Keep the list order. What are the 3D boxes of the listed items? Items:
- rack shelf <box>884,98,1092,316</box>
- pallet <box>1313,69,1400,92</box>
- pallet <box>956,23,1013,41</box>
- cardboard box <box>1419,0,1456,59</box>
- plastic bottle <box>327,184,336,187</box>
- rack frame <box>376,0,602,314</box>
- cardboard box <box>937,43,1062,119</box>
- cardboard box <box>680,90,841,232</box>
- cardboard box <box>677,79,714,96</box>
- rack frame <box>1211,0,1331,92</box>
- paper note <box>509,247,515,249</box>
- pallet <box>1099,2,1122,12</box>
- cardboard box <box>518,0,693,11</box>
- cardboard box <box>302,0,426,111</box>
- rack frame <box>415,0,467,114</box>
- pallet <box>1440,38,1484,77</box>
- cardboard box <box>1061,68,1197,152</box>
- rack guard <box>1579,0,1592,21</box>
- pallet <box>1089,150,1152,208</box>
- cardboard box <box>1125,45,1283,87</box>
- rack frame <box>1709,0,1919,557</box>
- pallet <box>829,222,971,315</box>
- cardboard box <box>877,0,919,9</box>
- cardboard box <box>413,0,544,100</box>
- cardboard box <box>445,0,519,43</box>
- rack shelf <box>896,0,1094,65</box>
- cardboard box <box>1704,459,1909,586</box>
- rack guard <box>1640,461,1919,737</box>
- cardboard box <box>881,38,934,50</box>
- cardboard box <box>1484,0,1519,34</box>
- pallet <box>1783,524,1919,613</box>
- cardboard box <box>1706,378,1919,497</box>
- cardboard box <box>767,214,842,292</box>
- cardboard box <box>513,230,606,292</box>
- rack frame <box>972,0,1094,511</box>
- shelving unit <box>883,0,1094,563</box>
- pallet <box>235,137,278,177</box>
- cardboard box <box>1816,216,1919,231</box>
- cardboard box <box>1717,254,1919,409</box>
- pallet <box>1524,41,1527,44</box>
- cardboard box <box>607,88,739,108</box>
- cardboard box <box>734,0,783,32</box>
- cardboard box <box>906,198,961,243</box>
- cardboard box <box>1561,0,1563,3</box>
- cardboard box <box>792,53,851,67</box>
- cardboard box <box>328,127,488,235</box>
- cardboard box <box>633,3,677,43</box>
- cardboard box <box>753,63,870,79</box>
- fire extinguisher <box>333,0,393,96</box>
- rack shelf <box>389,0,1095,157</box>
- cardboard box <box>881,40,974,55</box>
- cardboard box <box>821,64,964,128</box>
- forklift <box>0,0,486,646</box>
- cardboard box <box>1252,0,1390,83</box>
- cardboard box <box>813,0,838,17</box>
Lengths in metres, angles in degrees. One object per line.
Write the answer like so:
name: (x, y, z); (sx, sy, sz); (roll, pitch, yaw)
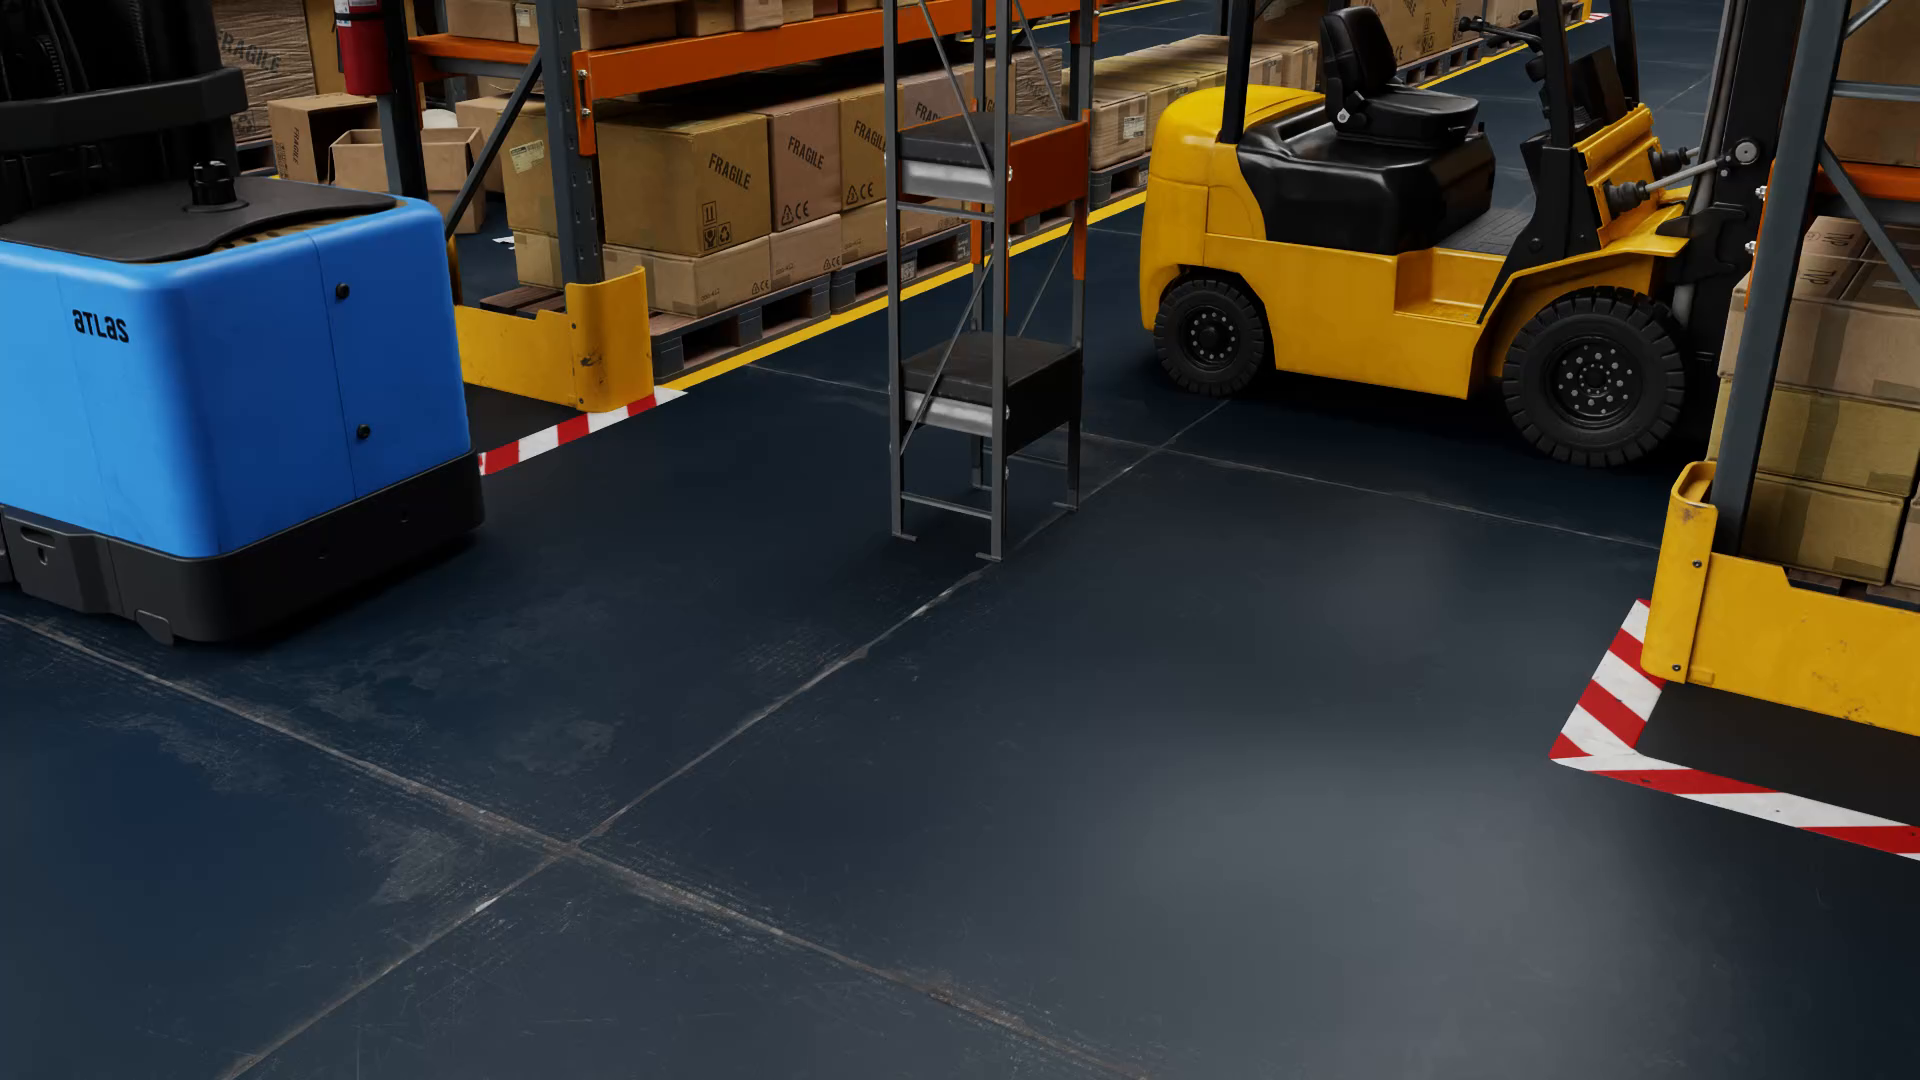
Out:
rack shelf: (0.087, -1.007, 4.967); (0.431, 0.518, 0.480); (14, 27, 29)
pallet: (2.883, -3.678, 13.481); (1.003, 0.211, 1.213); (14, 27, 29)
pallet: (-0.155, -5.518, 17.731); (1.003, 0.211, 1.213); (14, 27, 29)
cardboard box: (3.784, -4.743, 14.576); (0.875, 0.875, 0.875); (15, 27, 30)
plastic bottle: (-3.706, -2.106, 10.038); (0.283, 0.061, 0.133); (5, 24, 11)
rack frame: (-1.816, -2.007, 6.111); (1.000, 3.000, 0.127); (14, 27, 29)
cardboard box: (0.209, -2.377, 8.953); (0.500, 0.500, 0.500); (13, 27, 28)
cardboard box: (-0.872, -1.682, 7.349); (0.500, 0.500, 0.500); (13, 26, 27)
cardboard box: (-1.344, -2.127, 7.560); (0.380, 0.149, 0.250); (14, 27, 30)
rack frame: (2.403, -4.707, 12.348); (1.000, 3.000, 0.127); (14, 27, 29)
paper note: (-2.347, -1.561, 8.844); (0.032, 0.001, 0.123); (14, 27, 29)
pallet: (1.222, -6.429, 19.834); (1.003, 0.211, 1.213); (14, 27, 29)
cardboard box: (-1.331, -2.292, 6.267); (0.500, 0.500, 0.500); (13, 27, 28)
cardboard box: (-4.356, -3.381, 11.430); (0.875, 0.875, 0.875); (14, 27, 30)
rack frame: (-3.965, -4.361, 11.547); (1.000, 3.000, 0.127); (14, 27, 29)
pallet: (4.170, -4.502, 15.383); (1.003, 0.211, 1.213); (14, 27, 29)
cardboard box: (0.944, -2.765, 10.641); (0.950, 0.372, 0.625); (16, 28, 32)
rack guard: (6.636, -6.269, 19.101); (1.175, 0.500, 0.348); (14, 27, 29)
pallet: (0.703, -2.341, 10.392); (1.003, 0.211, 1.213); (14, 27, 29)
cardboard box: (1.715, -3.255, 11.772); (0.950, 0.372, 0.625); (13, 27, 28)
rack frame: (2.402, -0.968, 3.711); (1.000, 3.000, 0.127); (14, 27, 29)
pallet: (-0.673, -1.430, 8.288); (1.003, 0.211, 1.213); (14, 27, 29)
cardboard box: (-0.416, -2.552, 7.685); (0.380, 0.149, 0.250); (14, 27, 29)
cardboard box: (-3.714, -3.749, 12.438); (1.050, 0.750, 0.750); (14, 27, 29)
cardboard box: (-1.801, -2.063, 6.556); (0.380, 0.149, 0.250); (15, 28, 31)
rack shelf: (0.087, -1.649, 4.689); (0.431, 0.518, 0.480); (14, 27, 29)
cardboard box: (2.382, -0.124, 4.694); (0.500, 0.250, 0.500); (14, 27, 29)
rack guard: (2.390, 0.187, 4.189); (1.175, 0.500, 0.348); (14, 27, 29)
cardboard box: (-0.364, -2.758, 9.017); (0.380, 0.149, 0.250); (14, 27, 30)
cardboard box: (4.936, -5.264, 16.330); (0.875, 0.438, 0.875); (13, 27, 28)
pallet: (2.770, 0.044, 4.882); (1.003, 0.211, 1.213); (14, 27, 29)
cardboard box: (2.394, -0.359, 4.606); (0.500, 0.250, 0.500); (13, 27, 28)
cardboard box: (-0.880, -1.323, 7.464); (0.500, 0.250, 0.500); (15, 28, 31)
cardboard box: (-1.606, -1.276, 7.353); (0.500, 0.250, 0.500); (14, 27, 29)
rack frame: (0.216, -1.102, 5.152); (0.400, 2.100, 0.015); (14, 27, 29)
shelving unit: (0.087, -1.019, 4.962); (0.431, 2.100, 0.503); (14, 27, 29)
pallet: (-5.075, -2.427, 10.591); (1.003, 0.211, 1.213); (14, 27, 29)
cardboard box: (2.902, -0.925, 5.285); (0.500, 0.250, 0.500); (14, 27, 30)
cardboard box: (2.380, -0.579, 4.486); (0.500, 0.250, 0.500); (15, 28, 31)
pallet: (5.624, -5.431, 17.531); (1.003, 0.211, 1.213); (14, 27, 29)
cardboard box: (-1.343, -1.784, 7.585); (0.500, 0.500, 0.500); (15, 28, 31)
cardboard box: (-0.959, -2.200, 6.873); (0.380, 0.149, 0.250); (14, 27, 30)
cardboard box: (-0.335, -1.680, 8.287); (0.500, 0.250, 0.500); (14, 27, 30)
cardboard box: (5.885, -5.870, 17.731); (0.875, 0.438, 0.875); (15, 27, 30)
cardboard box: (-0.773, -2.493, 8.404); (0.380, 0.149, 0.250); (16, 28, 32)
cardboard box: (-3.041, -1.985, 9.202); (0.797, 0.503, 0.637); (-3, 24, -7)
cardboard box: (-1.340, -2.052, 6.530); (0.380, 0.149, 0.250); (14, 27, 30)
cardboard box: (-0.794, -2.132, 8.388); (0.500, 0.500, 0.500); (15, 28, 32)
fire extinguisher: (-2.268, -2.030, 6.261); (0.296, 0.674, 0.183); (14, 27, 29)
rack shelf: (-0.762, -2.352, 7.814); (1.077, 0.370, 4.000); (14, 27, 29)
cardboard box: (-0.247, -2.490, 9.214); (0.500, 0.500, 0.500); (15, 28, 31)
cardboard box: (-0.326, -2.032, 8.157); (0.500, 0.500, 0.500); (15, 28, 32)
forklift: (-3.026, -1.468, 4.951); (3.031, 2.935, 1.130); (13, 26, 27)
cardboard box: (2.838, -4.141, 13.185); (0.875, 0.875, 0.875); (14, 27, 28)
cardboard box: (-0.762, -2.396, 7.326); (0.380, 0.149, 0.250); (15, 28, 31)
